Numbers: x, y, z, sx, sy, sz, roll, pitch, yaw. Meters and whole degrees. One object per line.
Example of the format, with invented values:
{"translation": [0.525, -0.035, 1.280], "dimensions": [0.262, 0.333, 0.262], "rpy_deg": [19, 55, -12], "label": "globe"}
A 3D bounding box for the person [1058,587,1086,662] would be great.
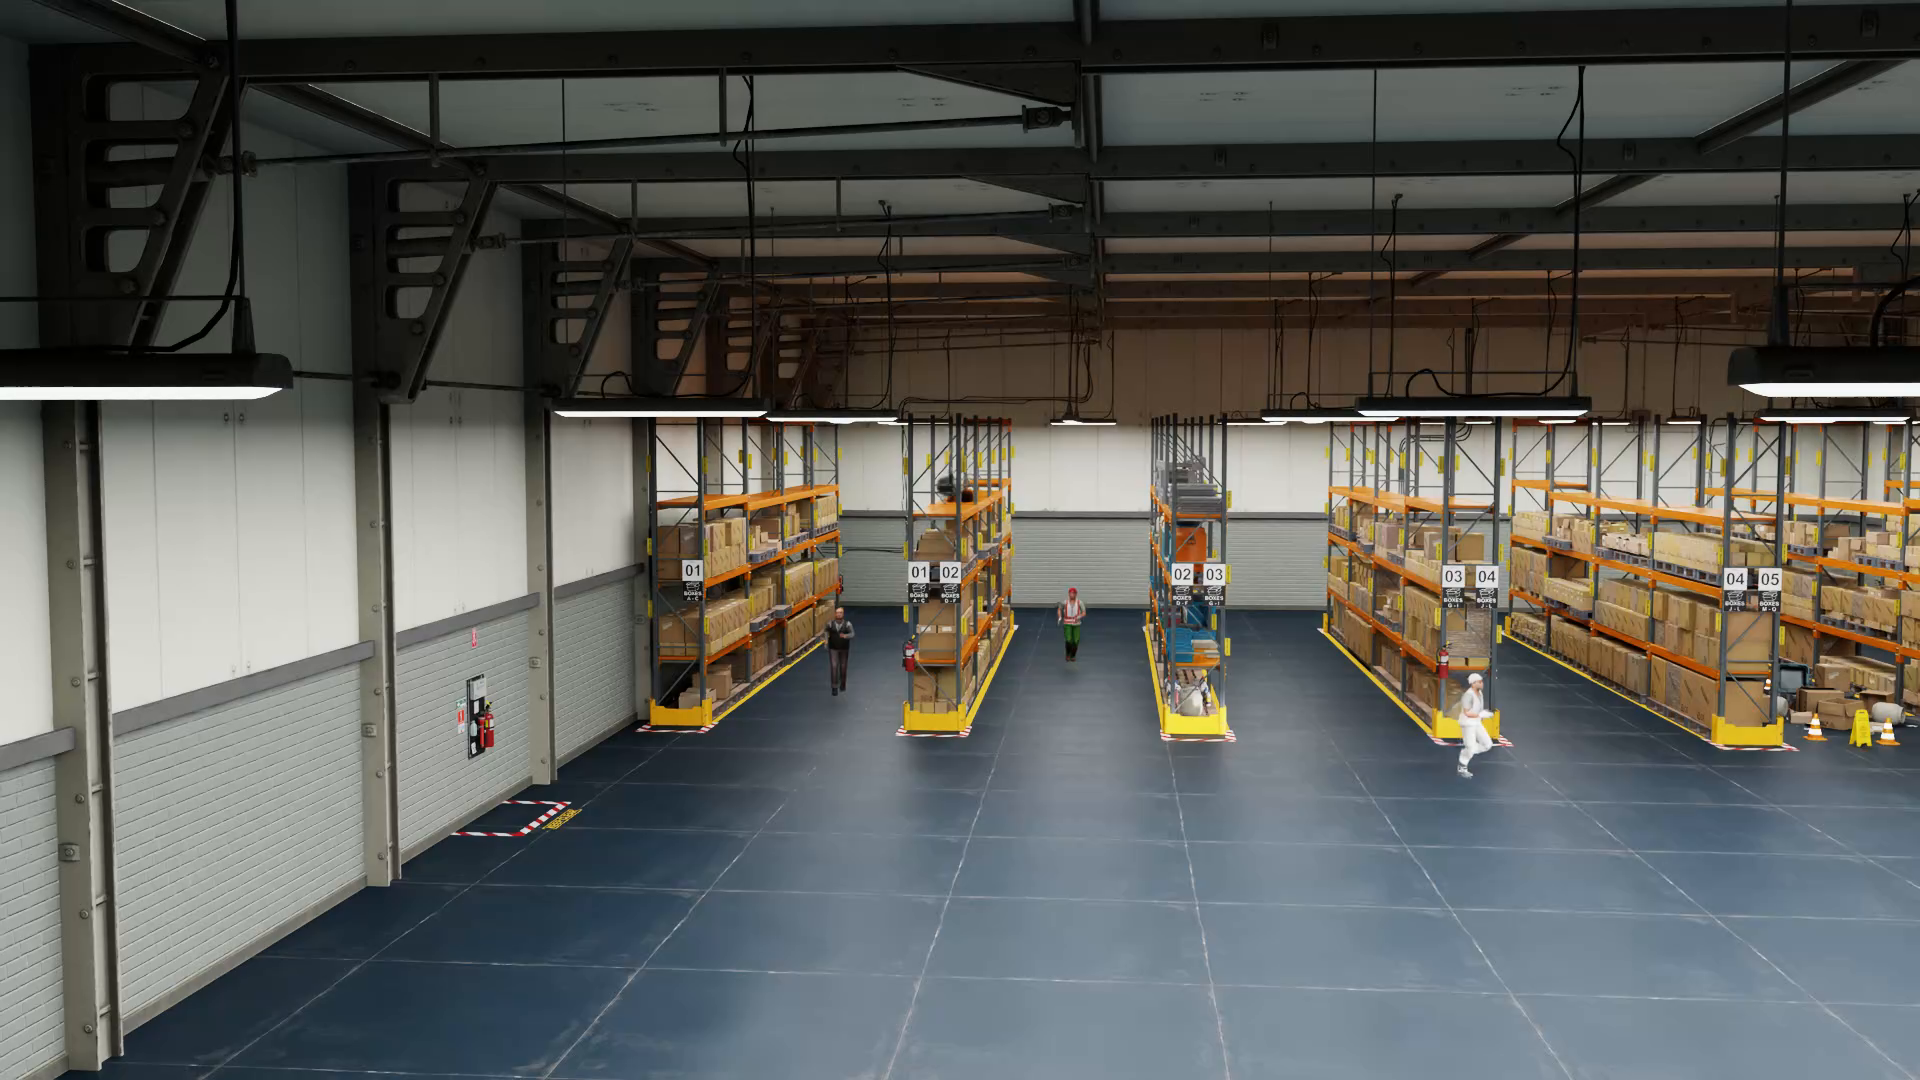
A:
{"translation": [2.613, 1.978, 38.717], "dimensions": [0.659, 1.739, 0.599], "rpy_deg": [0, 4, 0], "label": "person"}

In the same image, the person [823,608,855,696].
{"translation": [-2.486, 2.277, 34.220], "dimensions": [0.645, 1.743, 0.863], "rpy_deg": [0, 4, -4], "label": "person"}

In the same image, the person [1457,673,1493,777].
{"translation": [8.406, 3.026, 27.099], "dimensions": [0.657, 1.728, 0.707], "rpy_deg": [3, 5, 42], "label": "person"}
